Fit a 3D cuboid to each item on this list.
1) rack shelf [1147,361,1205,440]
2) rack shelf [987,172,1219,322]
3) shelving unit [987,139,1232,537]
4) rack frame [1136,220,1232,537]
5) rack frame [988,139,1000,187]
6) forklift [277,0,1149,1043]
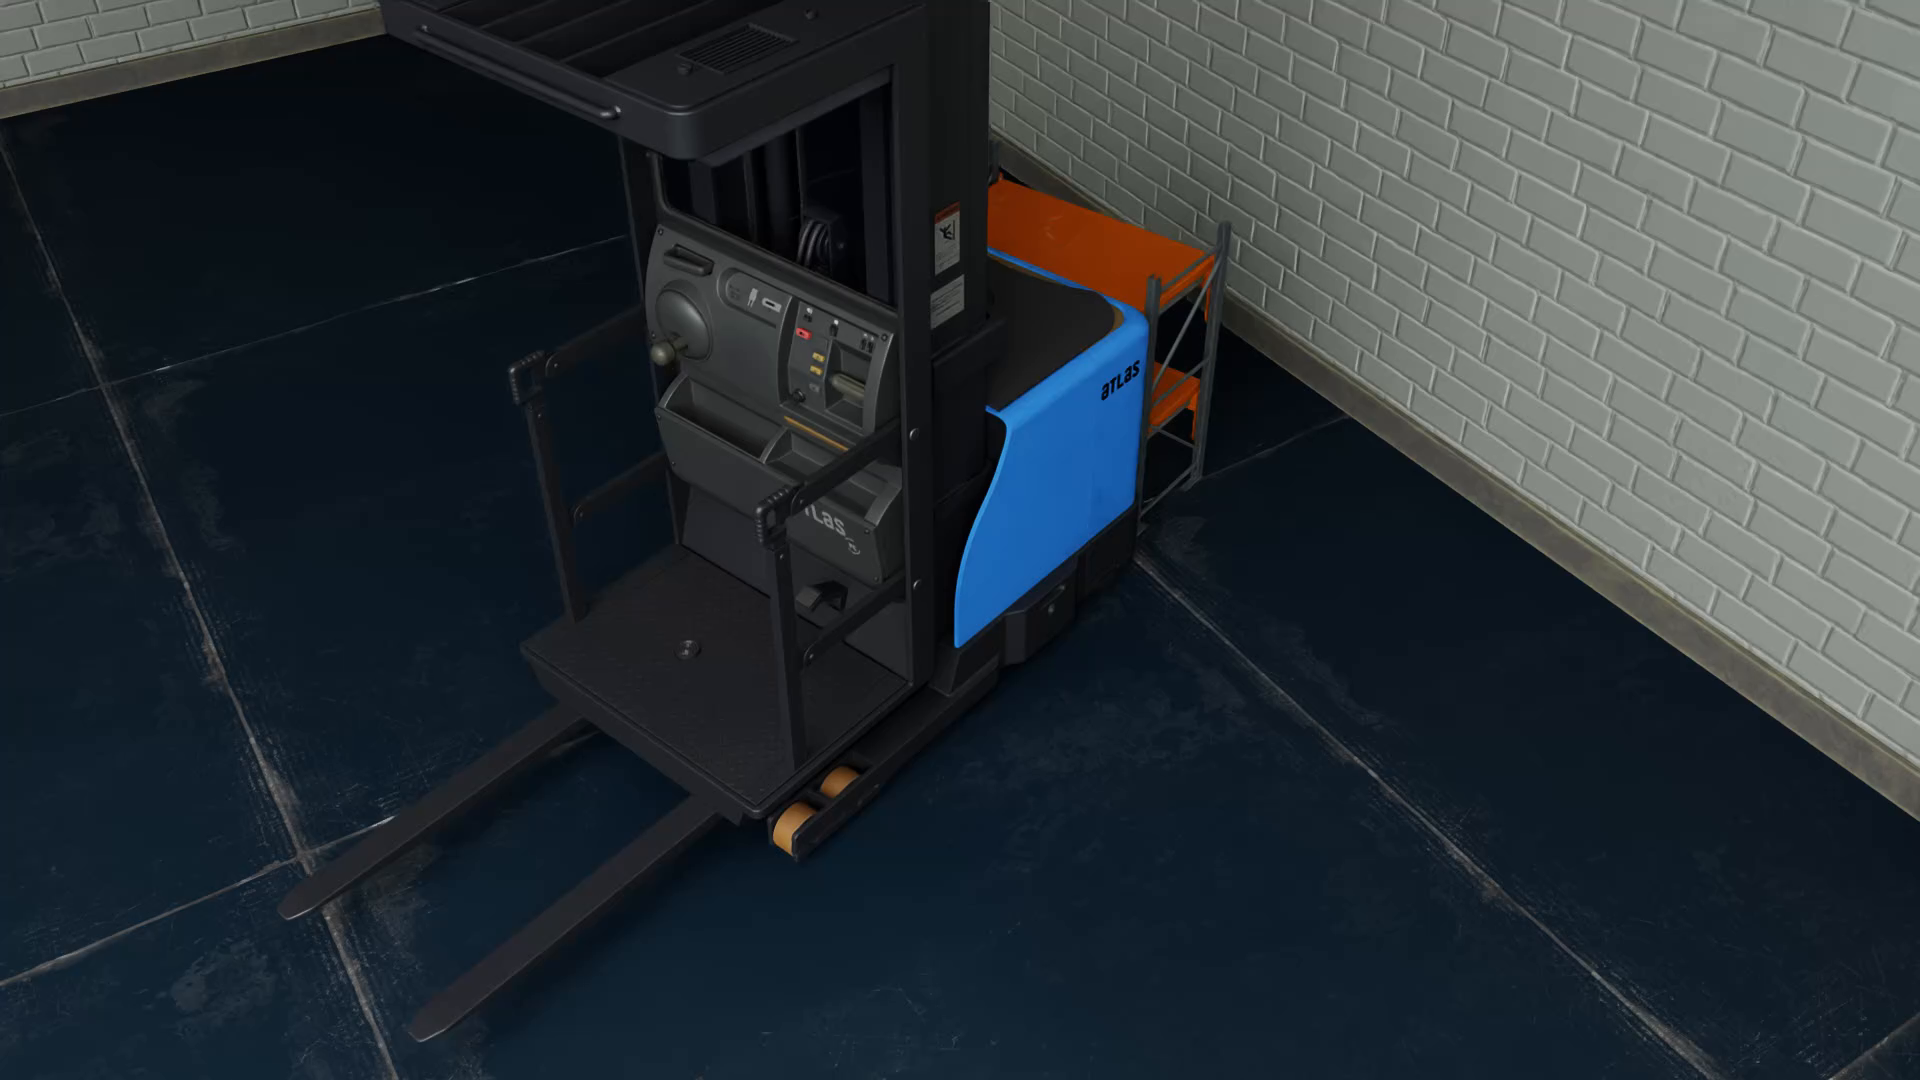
[{"bbox_3d":[0.387,-0.572,6.440,1.000,0.278,0.538,26,47,28],"label":"rack shelf"},{"bbox_3d":[0.388,-0.985,6.096,1.000,0.278,0.538,26,47,28],"label":"rack shelf"},{"bbox_3d":[0.388,-0.760,6.284,1.048,1.125,0.538,26,47,28],"label":"shelving unit"},{"bbox_3d":[0.789,-0.561,6.044,0.032,1.125,0.500,26,47,28],"label":"rack frame"},{"bbox_3d":[-0.014,-0.960,6.523,0.032,1.125,0.500,26,47,28],"label":"rack frame"},{"bbox_3d":[-0.690,-0.525,4.590,1.130,2.935,3.031,28,47,30],"label":"forklift"}]
